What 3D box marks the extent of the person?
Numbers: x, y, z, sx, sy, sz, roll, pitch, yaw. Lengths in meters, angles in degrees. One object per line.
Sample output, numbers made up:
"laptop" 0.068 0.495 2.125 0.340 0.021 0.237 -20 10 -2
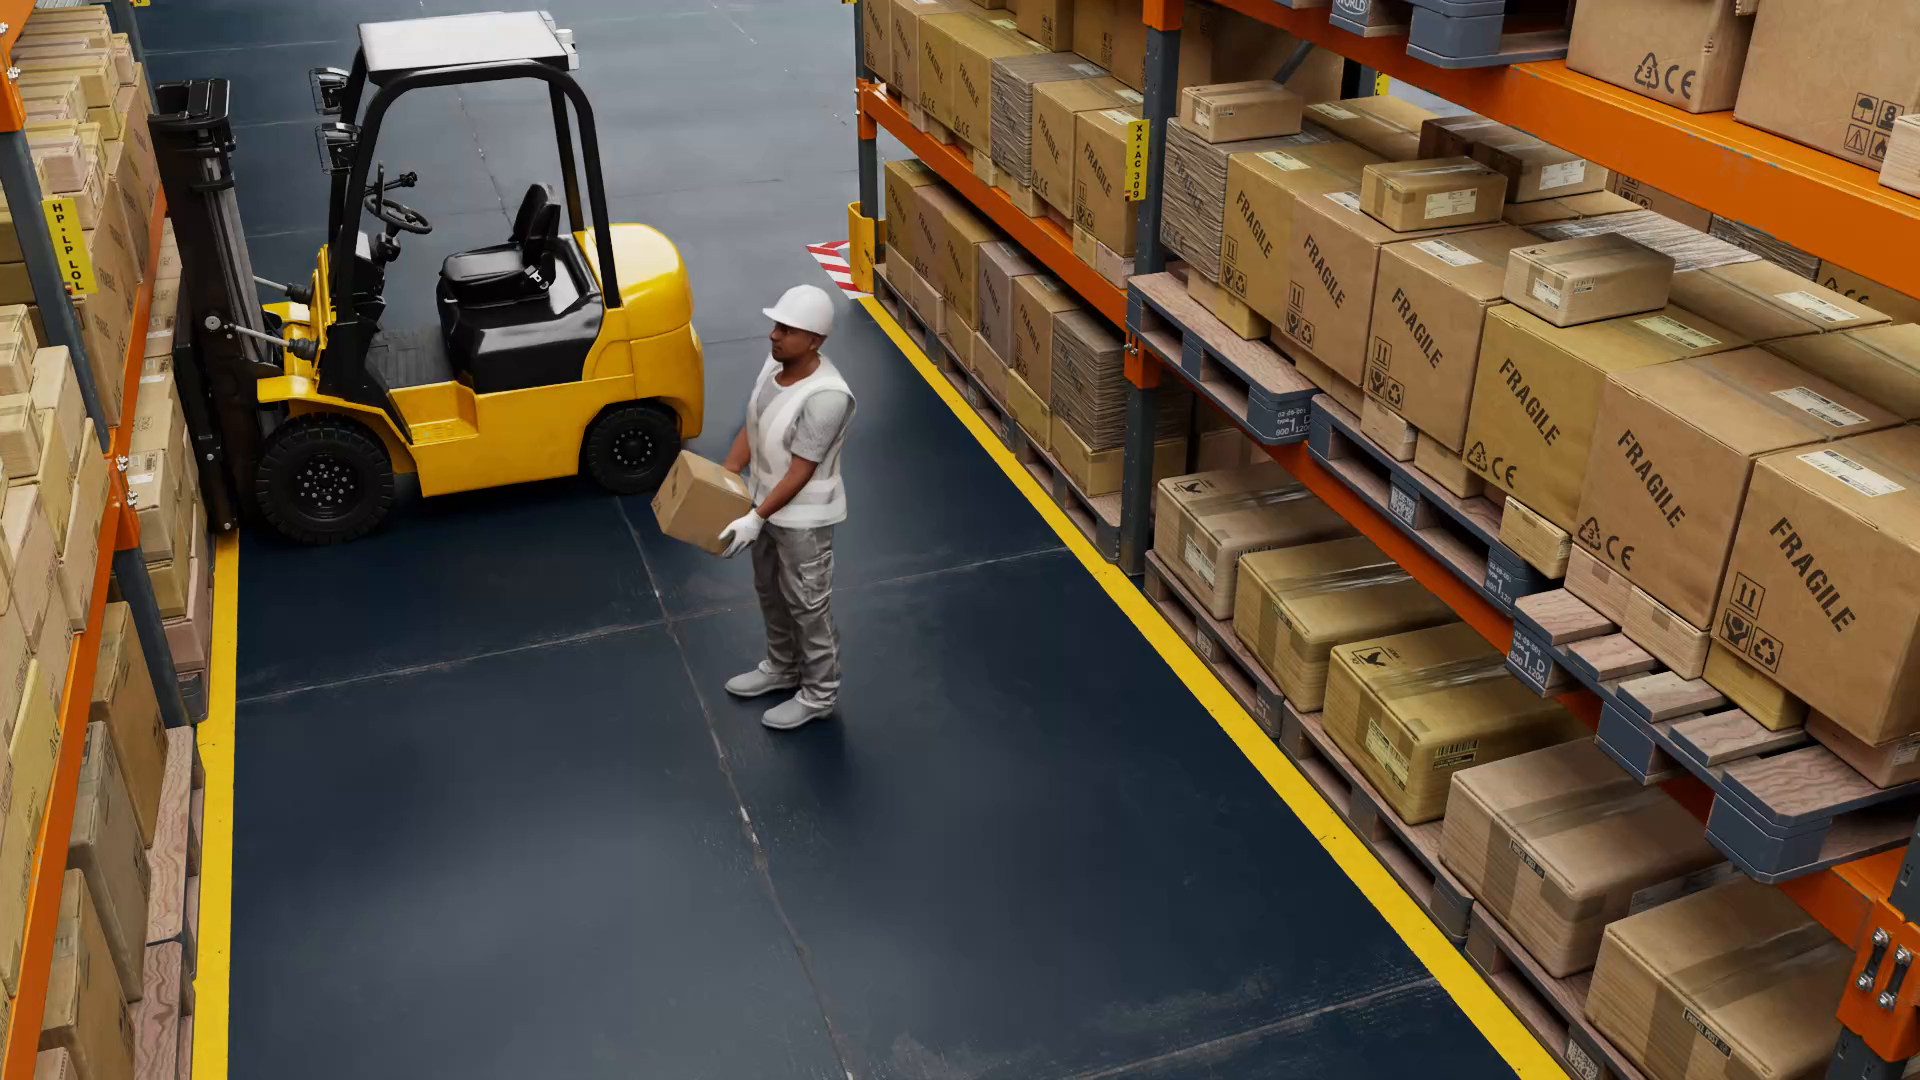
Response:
"person" -0.699 -0.093 6.268 0.558 1.788 0.532 -15 33 -25
